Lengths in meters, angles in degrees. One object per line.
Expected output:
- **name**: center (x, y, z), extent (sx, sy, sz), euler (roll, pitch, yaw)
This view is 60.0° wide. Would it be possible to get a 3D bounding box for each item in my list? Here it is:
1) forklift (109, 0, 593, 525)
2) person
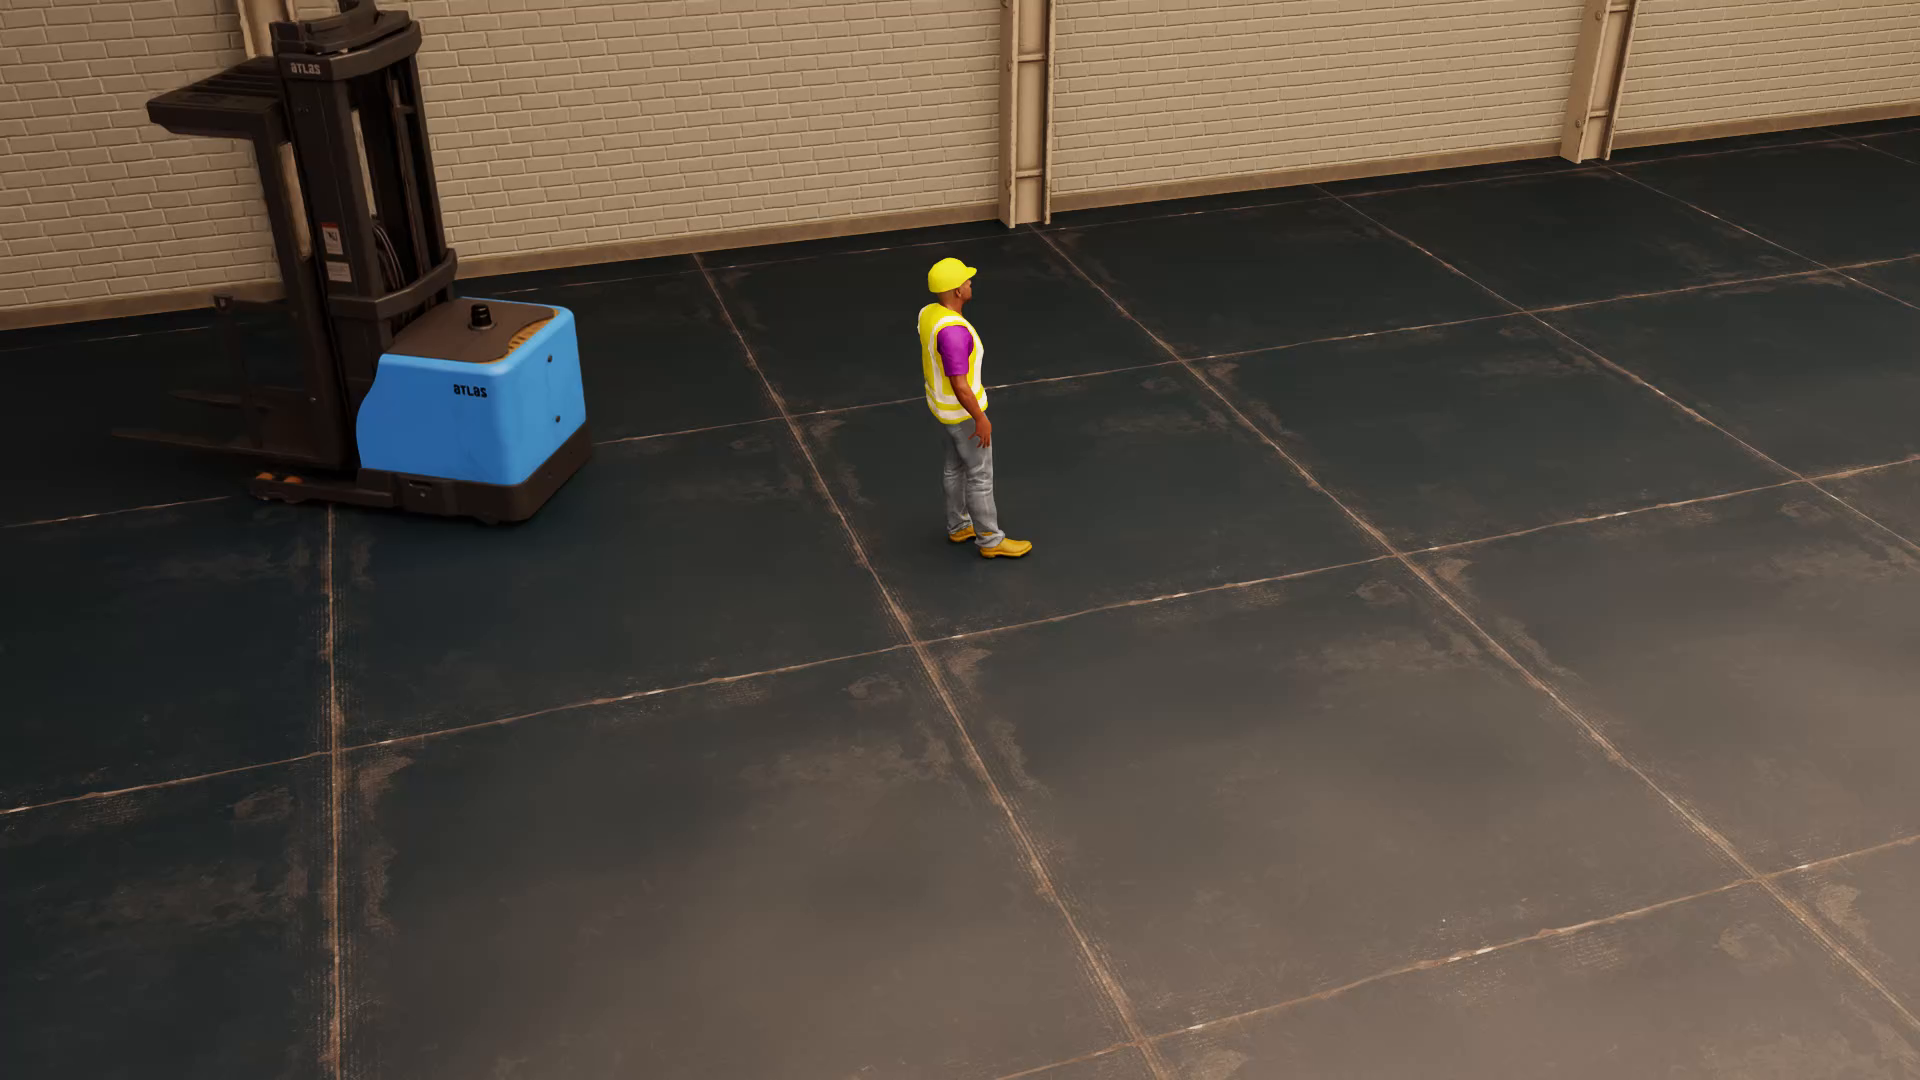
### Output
- **forklift**: center (-3.975, -1.746, 10.122), extent (3.031, 2.935, 1.130), euler (7, 31, 12)
- **person**: center (0.067, -0.780, 9.596), extent (0.577, 1.765, 0.666), euler (-10, 31, -16)
